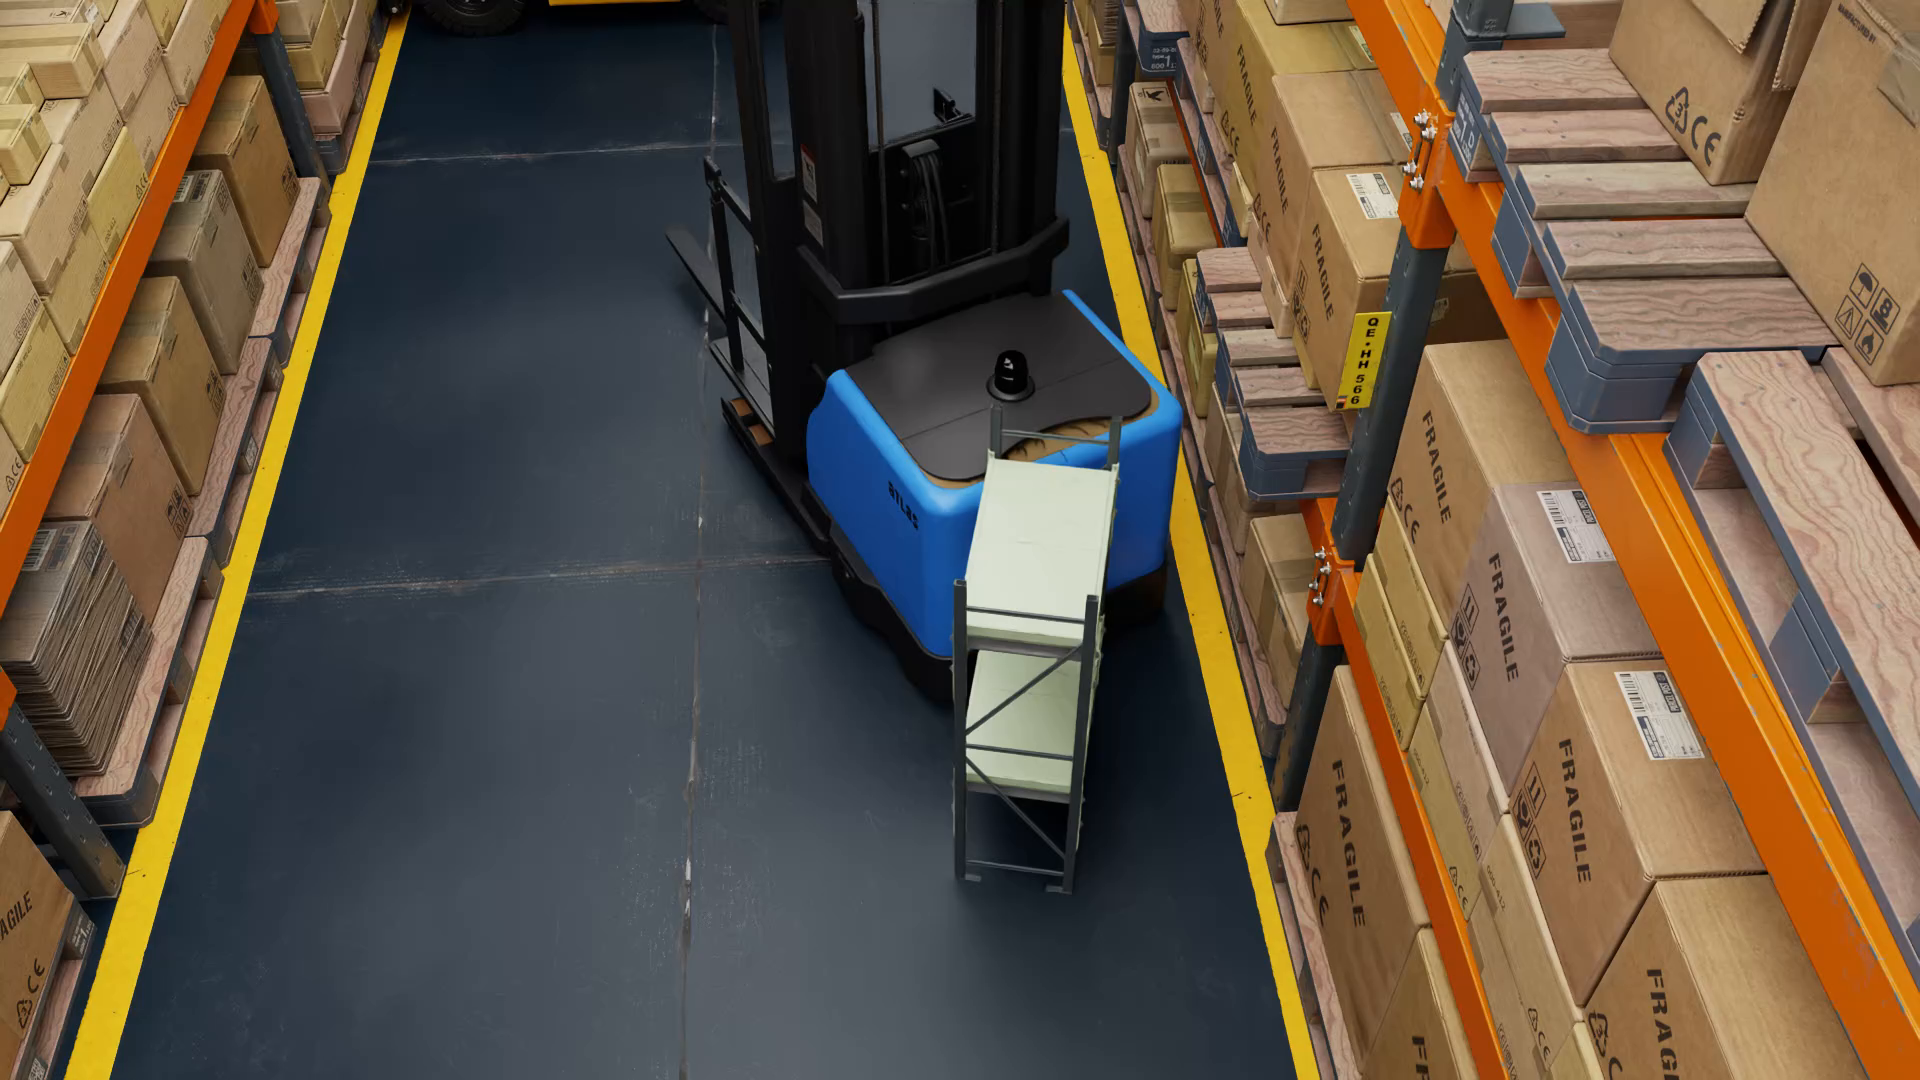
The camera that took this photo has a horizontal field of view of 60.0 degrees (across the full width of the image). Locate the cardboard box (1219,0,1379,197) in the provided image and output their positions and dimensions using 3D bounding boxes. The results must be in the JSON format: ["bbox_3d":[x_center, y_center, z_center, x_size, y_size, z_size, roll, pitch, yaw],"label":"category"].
[{"bbox_3d":[1.193,-1.471,5.514,0.500,0.500,0.500,-6,47,-6],"label":"cardboard box"}]

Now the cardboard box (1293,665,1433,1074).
[{"bbox_3d":[1.581,0.952,4.957,0.875,0.875,0.875,-4,47,-4],"label":"cardboard box"}]

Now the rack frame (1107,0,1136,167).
[{"bbox_3d":[1.271,-3.033,7.557,1.000,3.000,0.127,-3,47,-3],"label":"rack frame"}]

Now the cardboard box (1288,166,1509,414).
[{"bbox_3d":[1.291,-0.732,4.815,0.500,0.500,0.500,-5,47,-4],"label":"cardboard box"}]

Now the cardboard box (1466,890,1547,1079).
[{"bbox_3d":[1.495,1.032,3.810,0.500,0.250,0.500,-2,47,-2],"label":"cardboard box"}]

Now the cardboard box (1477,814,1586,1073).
[{"bbox_3d":[1.473,0.857,3.631,0.500,0.250,0.500,-4,47,-3],"label":"cardboard box"}]

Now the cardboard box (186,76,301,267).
[{"bbox_3d":[-3.620,-1.680,7.621,0.875,0.625,0.625,-2,47,-2],"label":"cardboard box"}]

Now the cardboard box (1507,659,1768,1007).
[{"bbox_3d":[1.482,0.588,3.370,0.500,0.500,0.500,-2,47,-2],"label":"cardboard box"}]

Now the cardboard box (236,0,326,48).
[{"bbox_3d":[-3.403,-2.641,8.101,0.500,0.250,0.500,-4,47,-4],"label":"cardboard box"}]

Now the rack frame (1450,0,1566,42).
[{"bbox_3d":[1.606,-2.202,2.638,1.000,3.000,0.127,-3,47,-3],"label":"rack frame"}]

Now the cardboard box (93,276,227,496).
[{"bbox_3d":[-3.498,-0.574,6.574,0.875,0.625,0.625,-5,47,-5],"label":"cardboard box"}]

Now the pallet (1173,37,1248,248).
[{"bbox_3d":[1.399,-1.503,6.240,1.003,0.211,1.213,-3,47,-3],"label":"pallet"}]

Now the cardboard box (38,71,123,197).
[{"bbox_3d":[-3.269,-1.401,5.770,0.500,0.250,0.500,-3,47,-3],"label":"cardboard box"}]

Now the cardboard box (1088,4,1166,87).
[{"bbox_3d":[0.953,-2.644,8.792,0.500,0.250,0.500,-2,47,-1],"label":"cardboard box"}]

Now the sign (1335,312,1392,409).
[{"bbox_3d":[1.066,-0.470,4.387,0.100,0.325,0.005,-3,47,-3],"label":"sign"}]

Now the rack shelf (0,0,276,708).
[{"bbox_3d":[-3.508,-1.034,6.159,1.077,0.370,4.000,-3,47,-3],"label":"rack shelf"}]

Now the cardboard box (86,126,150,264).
[{"bbox_3d":[-3.263,-1.231,5.953,0.500,0.250,0.500,-2,47,-2],"label":"cardboard box"}]

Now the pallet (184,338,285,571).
[{"bbox_3d":[-3.469,-0.355,6.940,1.003,0.211,1.213,-3,47,-3],"label":"pallet"}]

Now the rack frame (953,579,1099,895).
[{"bbox_3d":[0.181,0.653,5.099,0.400,1.500,0.023,6,47,6],"label":"rack frame"}]

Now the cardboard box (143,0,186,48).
[{"bbox_3d":[-3.329,-2.138,6.468,0.500,0.250,0.500,-5,47,-4],"label":"cardboard box"}]

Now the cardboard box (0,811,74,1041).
[{"bbox_3d":[-3.091,1.173,5.005,0.500,0.500,0.500,-2,47,-2],"label":"cardboard box"}]

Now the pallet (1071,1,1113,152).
[{"bbox_3d":[1.179,-2.558,9.027,1.003,0.211,1.213,-3,47,-3],"label":"pallet"}]

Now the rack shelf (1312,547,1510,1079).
[{"bbox_3d":[1.773,1.555,3.707,1.077,0.370,4.000,-3,47,-3],"label":"rack shelf"}]

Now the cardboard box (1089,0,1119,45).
[{"bbox_3d":[0.954,-2.902,8.520,0.500,0.500,0.500,-4,47,-4],"label":"cardboard box"}]

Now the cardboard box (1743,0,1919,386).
[{"bbox_3d":[1.878,-0.645,2.871,0.700,0.500,0.500,-6,47,-5],"label":"cardboard box"}]

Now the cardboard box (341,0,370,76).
[{"bbox_3d":[-3.444,-2.664,8.812,0.500,0.250,0.500,-4,47,-4],"label":"cardboard box"}]

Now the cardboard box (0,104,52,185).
[{"bbox_3d":[-3.192,-1.274,5.375,0.380,0.149,0.250,-3,47,-2],"label":"cardboard box"}]

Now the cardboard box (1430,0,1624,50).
[{"bbox_3d":[1.370,-1.299,4.022,0.380,0.149,0.250,-3,47,-3],"label":"cardboard box"}]

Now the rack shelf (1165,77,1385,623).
[{"bbox_3d":[1.438,-1.339,6.448,1.077,0.370,4.000,-3,47,-3],"label":"rack shelf"}]

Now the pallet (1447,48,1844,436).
[{"bbox_3d":[1.712,-0.643,3.357,1.213,0.211,1.003,-2,47,-1],"label":"pallet"}]

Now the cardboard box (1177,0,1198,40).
[{"bbox_3d":[1.094,-2.237,6.239,0.500,0.500,0.500,-4,47,-4],"label":"cardboard box"}]

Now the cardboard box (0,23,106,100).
[{"bbox_3d":[-3.189,-1.643,5.724,0.380,0.149,0.250,-5,47,-4],"label":"cardboard box"}]

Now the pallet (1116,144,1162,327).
[{"bbox_3d":[1.337,-1.511,8.036,1.003,0.211,1.213,-3,47,-3],"label":"pallet"}]

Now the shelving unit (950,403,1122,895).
[{"bbox_3d":[0.237,0.390,5.347,0.431,1.500,0.755,6,47,6],"label":"shelving unit"}]

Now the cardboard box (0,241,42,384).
[{"bbox_3d":[-3.175,-0.653,5.062,0.500,0.250,0.500,-2,47,-2],"label":"cardboard box"}]

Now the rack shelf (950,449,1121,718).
[{"bbox_3d":[0.237,0.122,5.064,0.431,0.370,0.720,6,47,6],"label":"rack shelf"}]

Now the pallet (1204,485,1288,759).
[{"bbox_3d":[1.542,0.254,6.364,1.003,0.211,1.213,-3,47,-3],"label":"pallet"}]

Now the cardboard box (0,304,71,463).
[{"bbox_3d":[-3.171,-0.483,5.245,0.500,0.250,0.500,-4,47,-4],"label":"cardboard box"}]

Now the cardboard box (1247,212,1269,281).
[{"bbox_3d":[1.170,-0.972,5.488,0.380,0.149,0.250,-5,47,-5],"label":"cardboard box"}]

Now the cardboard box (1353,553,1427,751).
[{"bbox_3d":[1.396,0.282,4.521,0.500,0.250,0.500,-4,47,-4],"label":"cardboard box"}]

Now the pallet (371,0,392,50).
[{"bbox_3d":[-3.805,-3.233,9.666,1.003,0.211,1.213,-3,47,-3],"label":"pallet"}]

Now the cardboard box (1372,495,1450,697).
[{"bbox_3d":[1.402,0.122,4.327,0.500,0.250,0.500,-4,47,-4],"label":"cardboard box"}]

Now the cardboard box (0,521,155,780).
[{"bbox_3d":[-3.379,0.385,5.665,0.875,0.625,0.625,-2,47,-2],"label":"cardboard box"}]

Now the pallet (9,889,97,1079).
[{"bbox_3d":[-3.316,1.667,5.026,1.003,0.211,1.213,-3,47,-3],"label":"pallet"}]

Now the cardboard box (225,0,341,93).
[{"bbox_3d":[-3.408,-2.468,8.282,0.500,0.250,0.500,-4,47,-3],"label":"cardboard box"}]

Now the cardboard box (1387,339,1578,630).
[{"bbox_3d":[1.403,-0.146,4.065,0.500,0.500,0.500,-5,47,-5],"label":"cardboard box"}]

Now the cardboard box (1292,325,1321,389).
[{"bbox_3d":[1.249,-0.610,5.145,0.380,0.149,0.250,-3,47,-3],"label":"cardboard box"}]

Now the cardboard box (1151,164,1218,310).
[{"bbox_3d":[1.381,-1.375,7.507,0.950,0.372,0.625,-1,47,-1],"label":"cardboard box"}]

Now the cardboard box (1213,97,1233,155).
[{"bbox_3d":[1.135,-1.536,6.023,0.380,0.149,0.250,-5,47,-5],"label":"cardboard box"}]

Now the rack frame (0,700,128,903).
[{"bbox_3d":[-3.340,0.165,4.528,1.000,3.000,0.127,-3,47,-3],"label":"rack frame"}]

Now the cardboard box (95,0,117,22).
[{"bbox_3d":[-3.304,-2.011,6.073,0.380,0.149,0.250,-4,47,-4],"label":"cardboard box"}]

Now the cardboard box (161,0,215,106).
[{"bbox_3d":[-3.325,-1.965,6.648,0.500,0.250,0.500,-4,47,-4],"label":"cardboard box"}]

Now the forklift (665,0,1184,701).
[{"bbox_3d":[-0.365,-1.486,6.139,1.130,2.935,3.031,-22,50,-19],"label":"forklift"}]

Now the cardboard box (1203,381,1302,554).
[{"bbox_3d":[1.498,-0.323,6.510,0.950,0.372,0.625,-4,47,-4],"label":"cardboard box"}]
